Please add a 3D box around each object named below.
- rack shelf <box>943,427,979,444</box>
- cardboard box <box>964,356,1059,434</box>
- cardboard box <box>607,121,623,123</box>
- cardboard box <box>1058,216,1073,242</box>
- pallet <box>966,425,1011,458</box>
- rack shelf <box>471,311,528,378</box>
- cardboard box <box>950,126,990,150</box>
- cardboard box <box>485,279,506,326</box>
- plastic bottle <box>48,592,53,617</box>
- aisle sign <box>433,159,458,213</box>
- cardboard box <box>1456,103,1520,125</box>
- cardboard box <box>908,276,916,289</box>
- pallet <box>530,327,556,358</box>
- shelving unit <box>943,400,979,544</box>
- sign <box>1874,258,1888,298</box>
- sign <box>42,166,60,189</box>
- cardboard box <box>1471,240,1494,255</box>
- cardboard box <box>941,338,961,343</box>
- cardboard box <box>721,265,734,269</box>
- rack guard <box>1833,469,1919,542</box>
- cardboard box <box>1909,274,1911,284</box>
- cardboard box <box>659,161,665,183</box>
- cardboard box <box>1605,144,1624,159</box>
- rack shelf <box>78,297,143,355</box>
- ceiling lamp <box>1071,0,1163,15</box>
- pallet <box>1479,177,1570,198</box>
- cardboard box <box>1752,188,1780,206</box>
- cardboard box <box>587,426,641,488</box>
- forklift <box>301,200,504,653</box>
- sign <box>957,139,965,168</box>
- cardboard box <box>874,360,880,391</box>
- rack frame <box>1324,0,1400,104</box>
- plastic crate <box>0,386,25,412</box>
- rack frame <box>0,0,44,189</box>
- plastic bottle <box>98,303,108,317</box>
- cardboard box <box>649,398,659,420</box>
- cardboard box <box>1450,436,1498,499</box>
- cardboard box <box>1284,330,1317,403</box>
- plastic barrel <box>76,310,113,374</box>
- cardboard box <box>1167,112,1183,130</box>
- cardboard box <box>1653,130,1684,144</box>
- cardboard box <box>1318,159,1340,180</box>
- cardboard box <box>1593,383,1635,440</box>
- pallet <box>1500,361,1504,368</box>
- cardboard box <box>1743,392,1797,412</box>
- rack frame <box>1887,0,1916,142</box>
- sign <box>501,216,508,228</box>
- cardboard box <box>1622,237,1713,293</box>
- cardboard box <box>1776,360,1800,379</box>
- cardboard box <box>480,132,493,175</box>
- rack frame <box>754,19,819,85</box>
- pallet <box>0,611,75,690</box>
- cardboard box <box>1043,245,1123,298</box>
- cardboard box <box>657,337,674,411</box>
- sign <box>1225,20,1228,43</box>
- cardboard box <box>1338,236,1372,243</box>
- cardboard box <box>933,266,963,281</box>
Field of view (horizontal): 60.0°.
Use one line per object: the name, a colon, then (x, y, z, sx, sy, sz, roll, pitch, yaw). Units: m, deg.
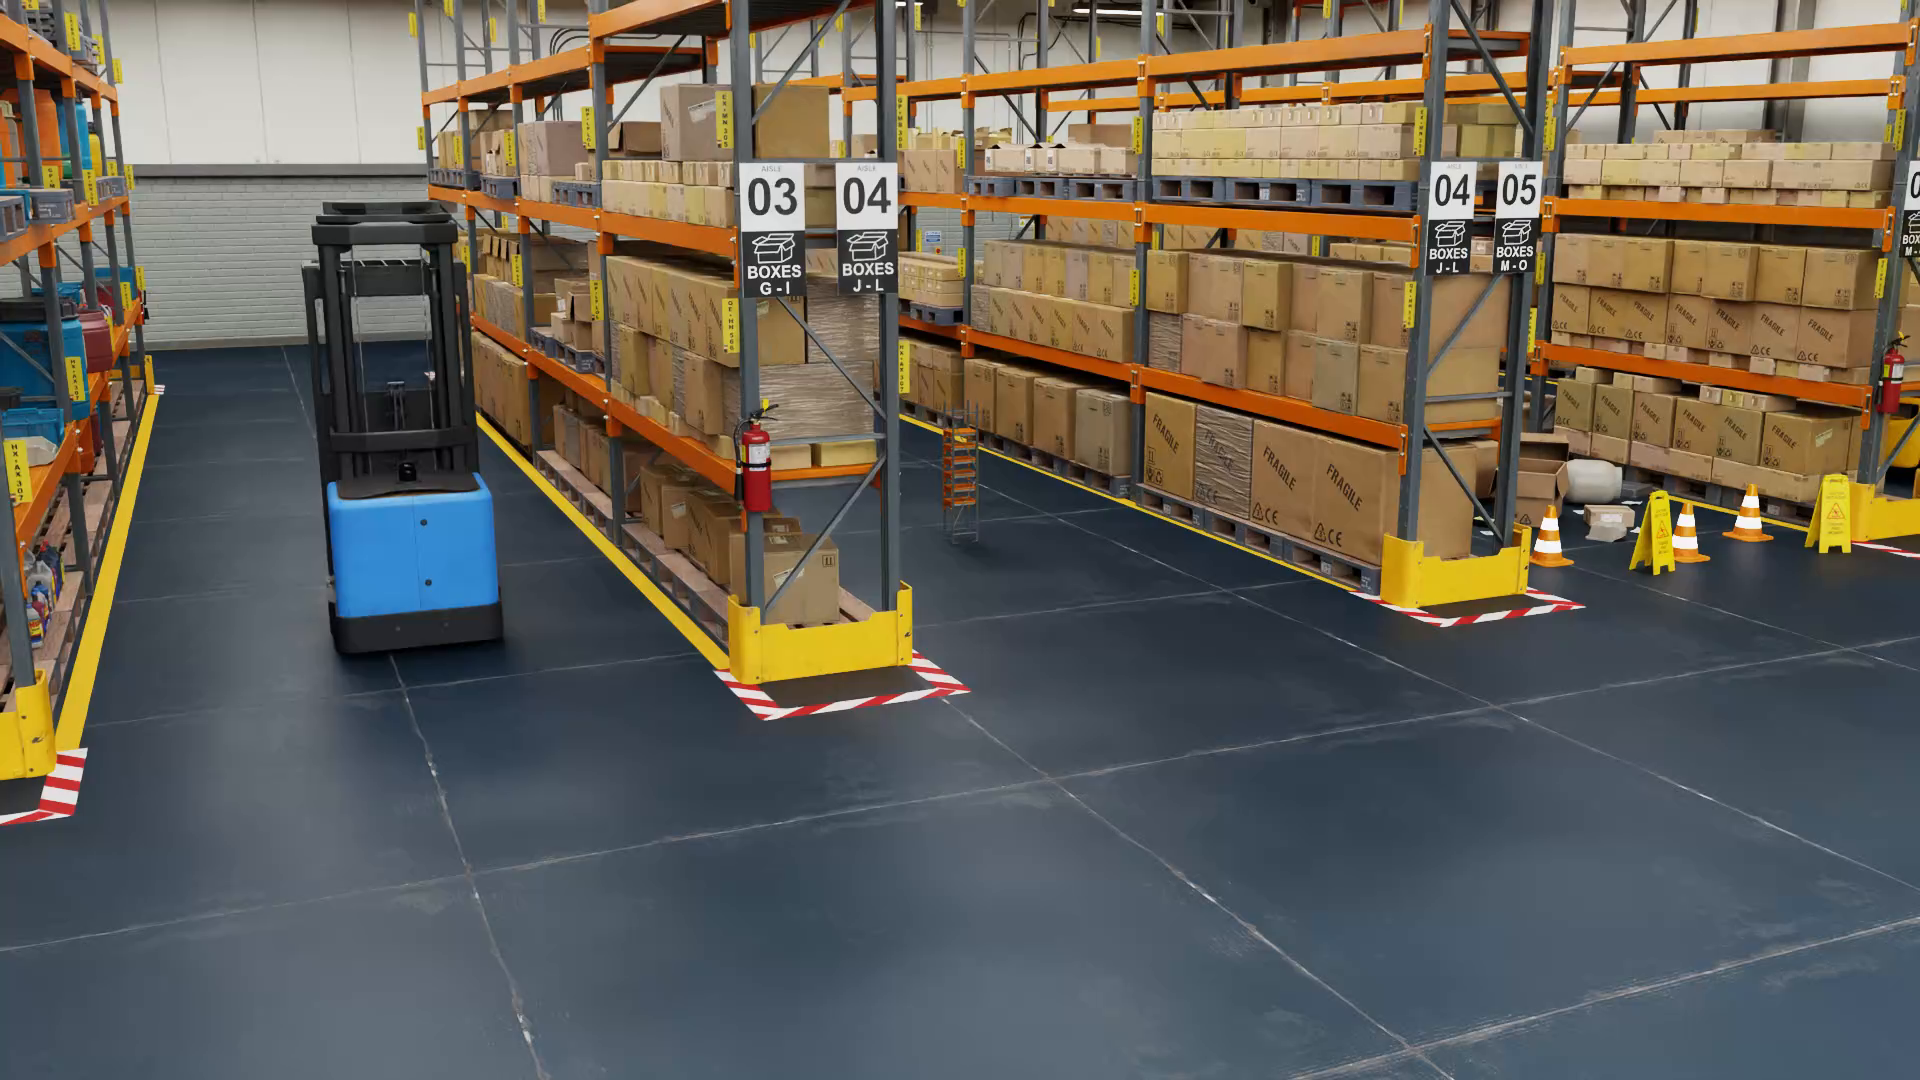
rack shelf: (0.006, -0.889, 14.150, 0.258, 0.103, 0.180, -6, 14, -23)
cardboard box: (0.677, -1.675, 19.014, 1.050, 0.750, 0.750, -6, 14, -24)
cardboard box: (-3.250, -3.743, 15.905, 0.500, 0.500, 0.500, -5, 14, -22)
cardboard box: (1.951, -5.126, 27.427, 0.500, 0.500, 0.500, -6, 14, -24)
pallet: (0.762, -1.172, 18.967, 1.003, 0.211, 1.213, -6, 14, -23)
rack shelf: (-4.871, -2.336, 19.407, 1.077, 0.370, 4.000, -6, 14, -23)
cardboard box: (0.116, -4.644, 19.210, 0.396, 0.266, 0.258, -6, 14, -23)
cardboard box: (-5.314, -2.824, 19.696, 0.500, 0.500, 0.500, -6, 14, -24)
plastic bottle: (-6.143, 0.419, 11.139, 0.097, 0.201, 0.097, 0, 13, 0)
aisle sign: (-7.578, -5.181, 24.336, 0.394, 0.787, 0.004, -6, 14, -23)
cardboard box: (3.878, -3.126, 12.208, 0.380, 0.149, 0.250, -5, 14, -22)
cardboard box: (-0.415, -3.150, 20.292, 0.380, 0.149, 0.250, -6, 14, -23)
pallet: (-3.686, -2.042, 16.968, 1.213, 0.211, 1.003, -6, 14, -23)
shelving unit: (0.006, -0.582, 14.222, 0.258, 1.200, 0.189, -6, 14, -23)
sign: (7.699, -2.188, 13.902, 0.100, 0.325, 0.005, -6, 14, -23)
sign: (-6.497, -2.513, 11.903, 0.100, 0.325, 0.005, -6, 14, -23)
cardboard box: (5.933, -3.273, 18.606, 0.380, 0.149, 0.250, -6, 14, -25)
cardboard box: (0.072, -2.425, 21.145, 0.500, 0.250, 0.500, -6, 14, -23)
cardboard box: (-1.437, -1.750, 12.178, 0.500, 0.500, 0.500, -6, 14, -23)
rack guard: (8.185, -0.314, 14.616, 1.175, 0.500, 0.348, -6, 14, -23)
cardboard box: (11.046, -3.066, 19.306, 0.380, 0.149, 0.250, -6, 14, -24)
cardboard box: (-1.928, -2.619, 11.827, 0.380, 0.149, 0.250, -5, 14, -22)
cardboard box: (6.669, -3.869, 16.569, 0.380, 0.149, 0.250, -6, 14, -25)
rack shelf: (-11.011, -2.715, 21.045, 1.077, 0.370, 4.000, -6, 14, -23)
ceiling lamp: (3.146, -11.381, 30.639, 2.000, 3.185, 0.800, -6, 14, -23)
pallet: (6.463, -3.849, 18.113, 1.213, 0.211, 1.003, -6, 14, -23)
cardboard box: (7.427, -3.115, 15.082, 0.380, 0.149, 0.250, -6, 14, -23)
cardboard box: (-3.092, -0.788, 15.691, 0.700, 0.500, 0.500, -7, 15, -28)
forklift: (-4.106, -0.971, 12.066, 1.130, 2.935, 3.031, -5, 14, -21)
sign: (0.018, -4.365, 18.780, 0.100, 0.325, 0.005, -6, 14, -23)
cardboard box: (-0.820, -2.228, 21.956, 0.500, 0.500, 0.500, -5, 14, -20)
rack frame: (5.011, -6.091, 20.732, 1.000, 3.000, 0.127, -6, 14, -23)
plastic crate: (-6.912, -0.850, 11.527, 0.767, 0.338, 0.504, -6, 14, -23)
rack frame: (-7.005, -3.922, 11.360, 1.000, 3.000, 0.127, -6, 14, -23)
plastic bottle: (-9.468, -2.430, 18.326, 0.144, 0.351, 0.185, -6, 14, -23)
cardboard box: (-2.133, -0.997, 12.583, 0.380, 0.149, 0.250, -6, 14, -23)
cardboard box: (4.810, -0.692, 15.944, 0.797, 0.637, 0.503, -6, 14, -23)
cardboard box: (3.181, -1.432, 13.573, 0.875, 0.550, 0.550, -6, 14, -23)
plastic barrel: (-8.144, -1.824, 15.296, 0.600, 0.536, 0.708, -6, 14, -23)
cardboard box: (2.056, -3.696, 14.672, 0.380, 0.149, 0.250, -6, 14, -23)
cardboard box: (9.624, -5.209, 22.199, 0.500, 0.500, 0.500, -5, 14, -22)
cardboard box: (2.972, -2.836, 12.721, 0.380, 0.149, 0.250, -5, 14, -22)
cardboard box: (6.827, -1.317, 16.910, 0.500, 0.500, 0.500, -5, 14, -21)
pallet: (8.315, -2.921, 26.522, 1.003, 0.211, 1.213, -6, 14, -23)
cardboard box: (7.447, -1.274, 15.287, 0.380, 0.149, 0.250, -5, 14, -21)
rack frame: (11.160, -5.714, 19.101, 1.000, 3.000, 0.127, -6, 14, -23)
sign: (-6.771, -4.652, 24.724, 0.100, 0.325, 0.005, -6, 14, -23)
cardboard box: (6.952, -2.699, 16.279, 0.700, 0.500, 0.500, -6, 14, -24)
cardboard box: (7.583, -1.549, 14.965, 0.380, 0.149, 0.250, -6, 14, -24)
cardboard box: (-5.430, -4.696, 20.201, 0.700, 0.500, 0.500, -5, 14, -22)
rack frame: (-2.689, -7.276, 25.851, 1.000, 3.000, 0.127, -6, 14, -23)
pallet: (-6.282, 0.754, 10.645, 1.003, 0.211, 1.213, -6, 14, -23)
cardboard box: (1.303, -2.827, 17.493, 0.700, 0.500, 0.500, -6, 14, -24)
cardboard box: (-1.721, -1.234, 12.170, 0.875, 0.500, 0.500, -6, 14, -23)
sign: (3.901, -7.463, 24.410, 0.100, 0.325, 0.005, -6, 14, -23)
cardboard box: (5.037, -3.828, 21.820, 0.500, 0.500, 0.500, -6, 14, -25)
cardboard box: (-0.101, -3.133, 19.559, 0.380, 0.149, 0.250, -6, 14, -25)
